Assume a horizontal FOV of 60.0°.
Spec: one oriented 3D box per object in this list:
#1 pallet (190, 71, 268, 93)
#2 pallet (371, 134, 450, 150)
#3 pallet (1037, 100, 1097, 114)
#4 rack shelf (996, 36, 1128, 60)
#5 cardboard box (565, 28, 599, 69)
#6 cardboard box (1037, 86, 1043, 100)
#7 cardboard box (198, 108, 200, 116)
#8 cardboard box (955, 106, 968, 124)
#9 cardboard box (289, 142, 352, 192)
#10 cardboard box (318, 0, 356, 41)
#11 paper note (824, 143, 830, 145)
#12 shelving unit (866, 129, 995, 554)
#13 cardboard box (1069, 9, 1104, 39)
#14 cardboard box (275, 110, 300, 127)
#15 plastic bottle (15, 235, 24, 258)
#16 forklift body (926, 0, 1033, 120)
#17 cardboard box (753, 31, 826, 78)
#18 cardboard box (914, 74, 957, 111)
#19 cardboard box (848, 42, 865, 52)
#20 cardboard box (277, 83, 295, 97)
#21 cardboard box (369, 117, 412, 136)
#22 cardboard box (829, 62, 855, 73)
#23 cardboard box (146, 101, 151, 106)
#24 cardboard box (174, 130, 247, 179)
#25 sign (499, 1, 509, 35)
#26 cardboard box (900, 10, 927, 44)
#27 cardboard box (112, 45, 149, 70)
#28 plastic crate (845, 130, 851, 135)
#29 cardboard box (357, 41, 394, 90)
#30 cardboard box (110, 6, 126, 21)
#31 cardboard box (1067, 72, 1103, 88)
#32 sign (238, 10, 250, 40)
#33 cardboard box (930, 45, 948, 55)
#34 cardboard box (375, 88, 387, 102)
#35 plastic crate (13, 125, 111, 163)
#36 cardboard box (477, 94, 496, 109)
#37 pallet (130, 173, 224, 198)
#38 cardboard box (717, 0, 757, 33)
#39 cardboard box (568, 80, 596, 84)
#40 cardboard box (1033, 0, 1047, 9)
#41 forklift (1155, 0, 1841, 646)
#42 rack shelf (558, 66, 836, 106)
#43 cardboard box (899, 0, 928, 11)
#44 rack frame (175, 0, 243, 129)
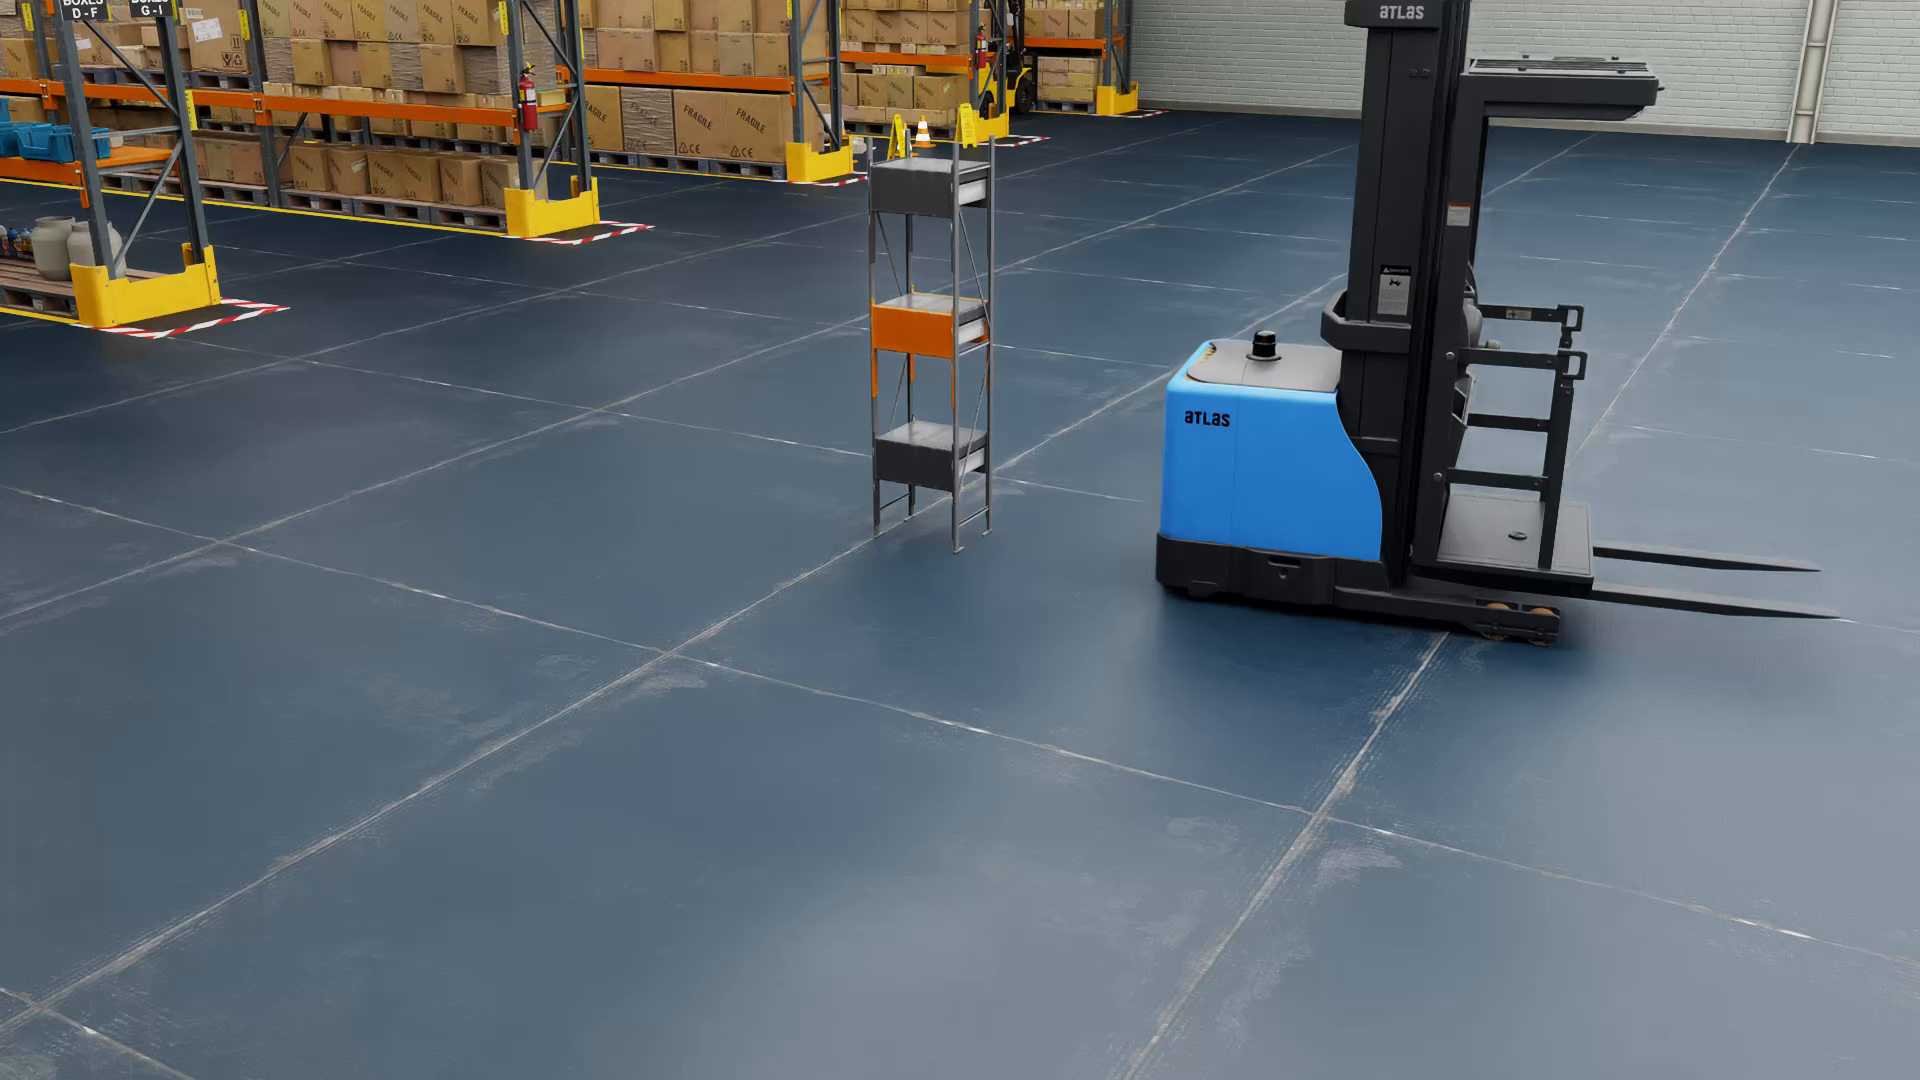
[{"bbox_3d":[-8.483,-5.570,20.104,1.213,0.211,1.003,11,23,27],"label":"pallet"},{"bbox_3d":[-8.220,-6.151,25.512,1.213,0.211,1.003,11,23,27],"label":"pallet"},{"bbox_3d":[2.167,-8.057,30.768,1.213,0.211,1.003,11,23,27],"label":"pallet"},{"bbox_3d":[1.110,-9.248,31.016,4.000,0.370,1.077,11,23,27],"label":"rack shelf"},{"bbox_3d":[-5.052,-6.963,23.441,0.550,0.550,0.875,11,23,27],"label":"cardboard box"},{"bbox_3d":[1.429,-8.314,30.802,0.500,0.250,0.500,11,23,28],"label":"cardboard box"},{"bbox_3d":[-12.873,-7.101,27.608,0.250,0.149,0.380,11,23,28],"label":"cardboard box"},{"bbox_3d":[-0.131,-6.896,26.895,0.500,0.250,0.500,11,22,27],"label":"cardboard box"},{"bbox_3d":[-7.557,-4.434,19.740,0.500,0.500,0.500,10,22,26],"label":"cardboard box"},{"bbox_3d":[-6.745,-5.830,18.491,0.500,0.500,0.500,11,23,27],"label":"cardboard box"},{"bbox_3d":[-2.026,-6.125,25.721,0.148,0.019,0.142,-16,26,-38],"label":"paper note"},{"bbox_3d":[-0.145,-1.015,8.583,0.503,2.100,0.431,11,23,27],"label":"shelving unit"},{"bbox_3d":[2.298,-9.304,29.969,0.500,0.500,0.500,10,22,26],"label":"cardboard box"},{"bbox_3d":[-10.495,-6.840,26.371,0.500,0.500,0.500,10,22,25],"label":"cardboard box"},{"bbox_3d":[-8.714,-2.726,15.440,0.097,0.201,0.097,0,20,0],"label":"plastic bottle"},{"bbox_3d":[0.310,-8.627,29.493,1.214,2.155,2.313,11,23,27],"label":"forklift body"},{"bbox_3d":[-2.234,-6.403,21.899,0.550,0.550,0.875,11,23,27],"label":"cardboard box"},{"bbox_3d":[-0.389,-7.088,26.323,0.500,0.500,0.500,11,23,28],"label":"cardboard box"},{"bbox_3d":[-1.590,-7.925,26.683,0.250,0.149,0.380,11,23,27],"label":"cardboard box"},{"bbox_3d":[-7.634,-5.201,19.174,0.250,0.149,0.380,11,23,27],"label":"cardboard box"},{"bbox_3d":[-8.384,-6.627,25.419,0.750,0.750,1.050,10,22,27],"label":"cardboard box"},{"bbox_3d":[-1.905,-7.657,26.939,0.250,0.149,0.380,12,23,30],"label":"cardboard box"},{"bbox_3d":[-13.450,-7.387,27.958,0.250,0.149,0.380,11,23,28],"label":"cardboard box"},{"bbox_3d":[-9.308,-4.808,20.742,0.500,0.500,0.700,9,22,23],"label":"cardboard box"},{"bbox_3d":[-4.683,-5.356,17.070,0.005,0.325,0.100,11,23,27],"label":"sign"},{"bbox_3d":[-0.605,-8.055,26.089,0.500,0.500,0.500,11,23,27],"label":"cardboard box"},{"bbox_3d":[-10.028,-5.935,20.432,0.500,0.250,0.500,10,22,26],"label":"cardboard box"},{"bbox_3d":[-2.083,-6.563,26.840,0.583,0.080,0.402,3,20,9],"label":"plastic crate"},{"bbox_3d":[-6.203,-5.341,18.609,0.500,0.500,0.875,11,23,27],"label":"cardboard box"},{"bbox_3d":[-13.810,-8.633,27.684,0.500,0.500,0.500,11,23,27],"label":"cardboard box"},{"bbox_3d":[2.278,-8.381,30.255,0.500,0.250,0.500,10,22,27],"label":"cardboard box"},{"bbox_3d":[-8.155,-5.869,18.947,0.005,0.325,0.100,11,23,27],"label":"sign"},{"bbox_3d":[-0.268,-7.665,25.964,0.250,0.149,0.380,10,22,27],"label":"cardboard box"},{"bbox_3d":[-6.290,-4.973,18.545,0.250,0.149,0.380,11,23,27],"label":"cardboard box"},{"bbox_3d":[-7.393,-3.275,13.712,0.616,0.251,0.499,11,23,27],"label":"plastic crate"},{"bbox_3d":[-4.962,-4.735,17.887,0.250,0.149,0.380,11,23,27],"label":"cardboard box"},{"bbox_3d":[-9.637,-4.511,20.991,1.213,0.211,1.003,11,23,27],"label":"pallet"},{"bbox_3d":[-2.718,-7.000,21.960,0.550,0.550,0.875,11,23,27],"label":"cardboard box"},{"bbox_3d":[-7.109,-8.444,30.244,0.875,0.875,0.875,11,22,27],"label":"cardboard box"},{"bbox_3d":[1.515,-9.750,30.246,0.250,0.149,0.380,10,22,26],"label":"cardboard box"},{"bbox_3d":[2.530,-1.103,7.608,3.031,2.935,1.130,7,21,17],"label":"forklift"},{"bbox_3d":[-3.634,-6.279,22.831,4.000,0.370,1.077,11,23,27],"label":"rack shelf"},{"bbox_3d":[-0.553,-8.538,25.956,0.500,0.500,0.700,11,23,28],"label":"cardboard box"},{"bbox_3d":[-12.364,-8.280,27.293,0.127,3.000,1.000,11,23,27],"label":"rack frame"}]
